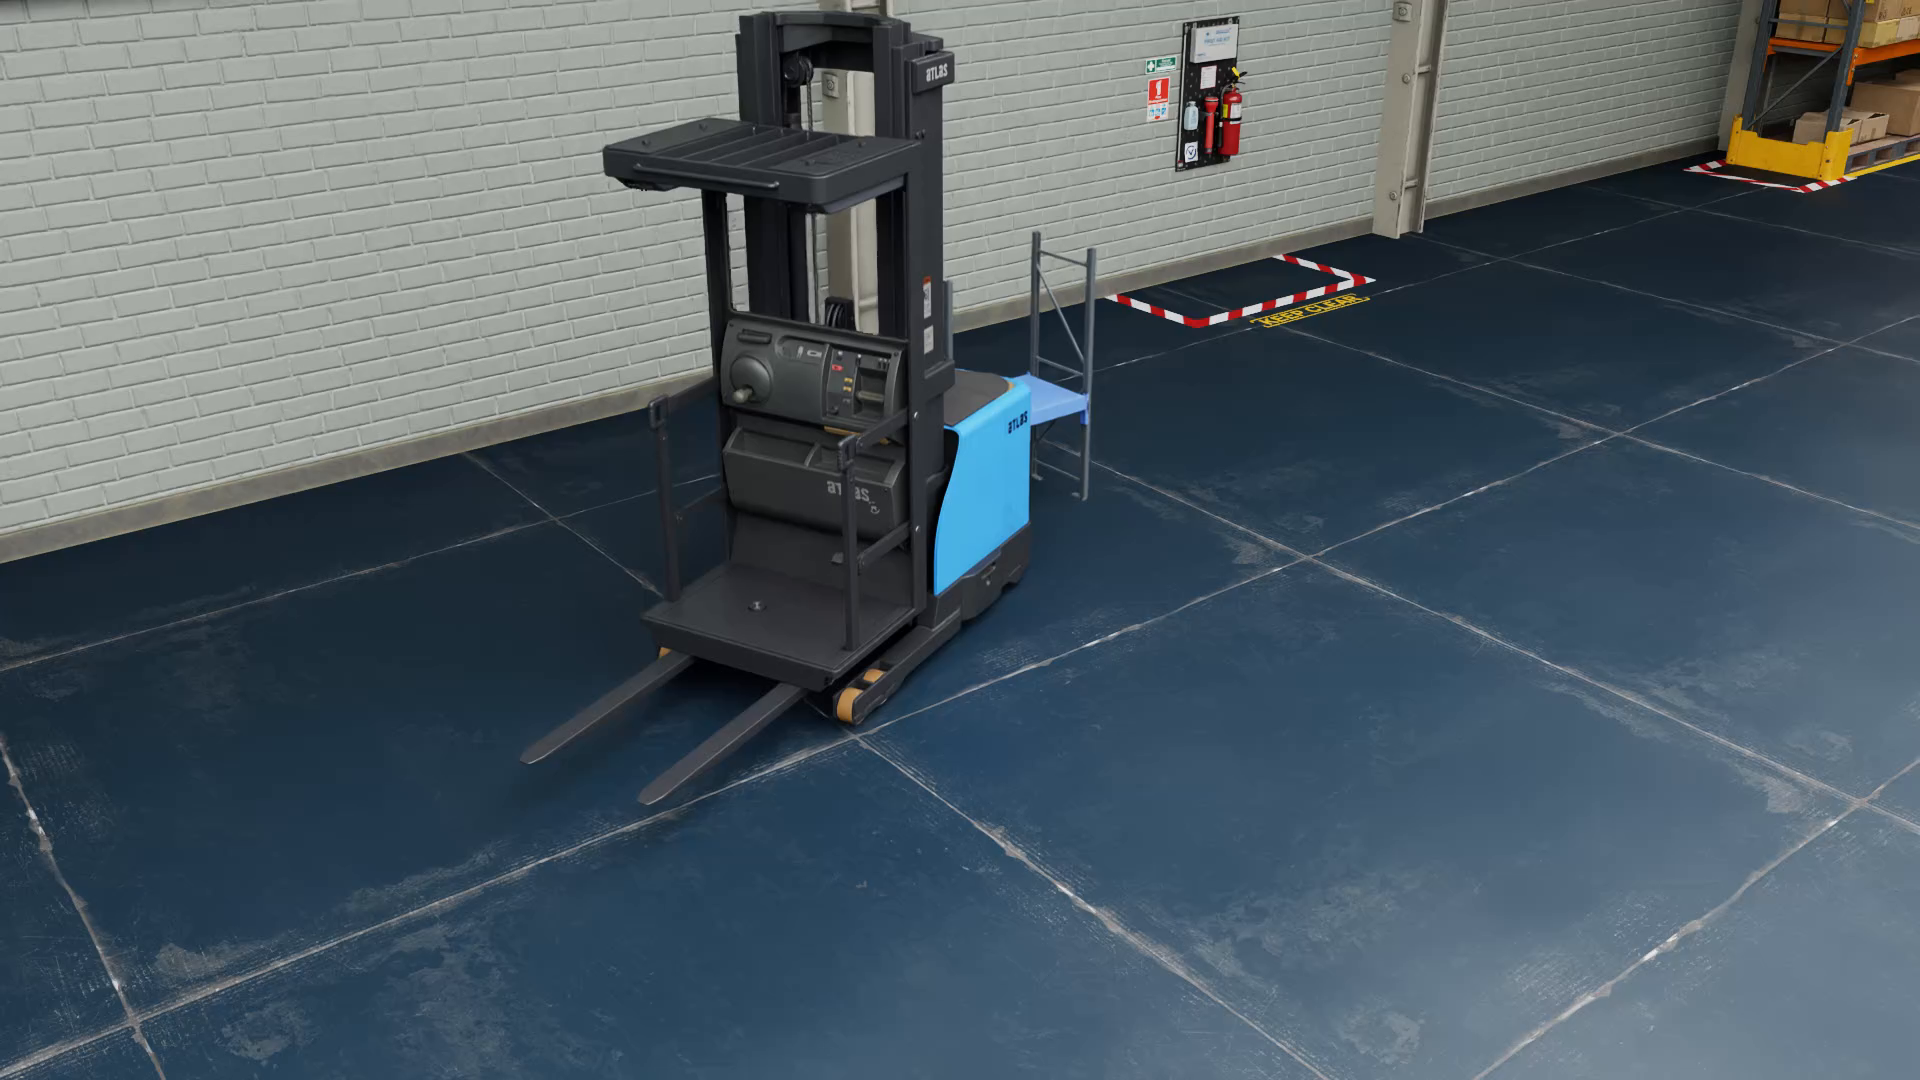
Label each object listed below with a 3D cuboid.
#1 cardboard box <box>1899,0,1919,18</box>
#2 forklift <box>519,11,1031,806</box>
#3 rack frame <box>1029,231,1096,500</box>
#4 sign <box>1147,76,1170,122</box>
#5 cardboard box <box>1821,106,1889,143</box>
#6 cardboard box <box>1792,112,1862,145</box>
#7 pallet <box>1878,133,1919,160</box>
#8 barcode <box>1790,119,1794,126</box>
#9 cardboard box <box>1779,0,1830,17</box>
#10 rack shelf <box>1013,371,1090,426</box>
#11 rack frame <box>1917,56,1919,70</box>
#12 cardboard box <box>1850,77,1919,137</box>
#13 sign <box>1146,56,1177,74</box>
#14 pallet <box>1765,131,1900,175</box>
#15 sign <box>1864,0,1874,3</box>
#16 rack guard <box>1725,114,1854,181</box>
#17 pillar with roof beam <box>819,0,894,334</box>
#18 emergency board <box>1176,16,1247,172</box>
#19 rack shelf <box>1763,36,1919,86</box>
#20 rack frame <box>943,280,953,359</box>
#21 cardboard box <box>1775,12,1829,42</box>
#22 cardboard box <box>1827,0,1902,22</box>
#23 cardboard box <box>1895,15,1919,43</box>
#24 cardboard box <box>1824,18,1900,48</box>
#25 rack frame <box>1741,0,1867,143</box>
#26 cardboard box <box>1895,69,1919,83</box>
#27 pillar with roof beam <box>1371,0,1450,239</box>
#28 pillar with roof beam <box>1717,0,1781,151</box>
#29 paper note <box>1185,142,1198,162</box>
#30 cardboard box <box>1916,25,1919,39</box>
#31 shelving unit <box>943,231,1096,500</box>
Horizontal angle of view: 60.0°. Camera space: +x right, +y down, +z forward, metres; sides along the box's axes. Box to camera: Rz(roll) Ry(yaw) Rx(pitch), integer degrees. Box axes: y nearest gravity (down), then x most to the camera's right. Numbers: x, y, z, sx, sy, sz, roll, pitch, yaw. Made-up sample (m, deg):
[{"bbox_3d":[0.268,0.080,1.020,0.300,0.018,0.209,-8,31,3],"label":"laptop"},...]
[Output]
[{"bbox_3d":[9.697,-5.733,17.303,0.500,0.500,0.500,-18,30,-34],"label":"cardboard box"},{"bbox_3d":[-0.778,-0.718,7.316,1.130,2.935,3.031,13,28,26],"label":"forklift"},{"bbox_3d":[0.580,-0.998,9.619,0.032,1.500,0.500,-19,31,-35],"label":"rack frame"},{"bbox_3d":[1.570,-3.489,13.163,0.234,0.329,0.001,-18,31,-34],"label":"sign"},{"bbox_3d":[9.790,-4.580,18.227,0.500,0.311,0.500,-15,29,-30],"label":"cardboard box"},{"bbox_3d":[9.341,-4.432,17.908,0.500,0.311,0.500,-23,33,-40],"label":"cardboard box"},{"bbox_3d":[10.421,-4.572,18.850,1.213,0.211,1.003,-18,31,-34],"label":"pallet"},{"bbox_3d":[9.108,-4.573,18.202,0.075,0.075,0.001,-18,31,-34],"label":"barcode"},{"bbox_3d":[8.981,-5.776,17.396,0.500,0.500,0.500,-19,31,-35],"label":"cardboard box"},{"bbox_3d":[0.187,-0.699,9.403,1.000,0.185,0.538,-19,31,-35],"label":"rack shelf"},{"bbox_3d":[11.889,-6.341,19.350,0.127,3.000,1.000,-18,31,-34],"label":"rack frame"},{"bbox_3d":[10.398,-4.840,18.562,0.500,0.500,0.700,-21,32,-37],"label":"cardboard box"},{"bbox_3d":[1.579,-3.728,13.048,0.331,0.109,0.001,-18,31,-34],"label":"sign"},{"bbox_3d":[9.462,-4.256,18.170,1.213,0.211,1.003,-18,31,-34],"label":"pallet"},{"bbox_3d":[9.076,-5.515,16.542,0.005,0.325,0.100,-18,31,-34],"label":"sign"},{"bbox_3d":[8.801,-4.188,17.680,0.348,0.500,1.175,-18,31,-34],"label":"rack guard"},{"bbox_3d":[1.971,-3.948,7.068,0.400,9.000,9.100,-18,31,-34],"label":"pillar with roof beam"},{"bbox_3d":[2.068,-3.583,13.406,0.643,1.169,0.194,-18,31,-34],"label":"emergency board"},{"bbox_3d":[10.315,-5.495,18.382,4.000,0.370,1.077,-18,31,-34],"label":"rack shelf"},{"bbox_3d":[-0.207,-0.727,9.035,0.032,1.500,0.500,-19,31,-35],"label":"rack frame"},{"bbox_3d":[8.989,-5.429,17.539,0.500,0.250,0.500,-18,30,-33],"label":"cardboard box"},{"bbox_3d":[9.302,-5.608,17.034,0.500,0.500,0.500,-18,31,-34],"label":"cardboard box"},{"bbox_3d":[9.721,-5.404,17.486,0.500,0.250,0.500,-19,31,-36],"label":"cardboard box"},{"bbox_3d":[9.321,-5.265,17.185,0.500,0.250,0.500,-19,31,-35],"label":"cardboard box"},{"bbox_3d":[8.741,-5.302,17.111,0.127,3.000,1.000,-18,31,-34],"label":"rack frame"},{"bbox_3d":[11.097,-5.124,19.174,0.500,0.500,0.500,-21,32,-38],"label":"cardboard box"},{"bbox_3d":[6.693,-5.507,10.427,0.400,9.000,9.100,-18,31,-34],"label":"pillar with roof beam"},{"bbox_3d":[11.414,-7.066,13.785,0.400,9.000,9.100,-18,31,-34],"label":"pillar with roof beam"},{"bbox_3d":[1.886,-3.160,13.542,0.142,0.148,0.016,-18,31,-34],"label":"paper note"},{"bbox_3d":[10.125,-5.535,17.767,0.500,0.250,0.500,-19,31,-35],"label":"cardboard box"},{"bbox_3d":[0.187,-0.863,9.327,1.048,1.500,0.538,-19,31,-35],"label":"shelving unit"}]
